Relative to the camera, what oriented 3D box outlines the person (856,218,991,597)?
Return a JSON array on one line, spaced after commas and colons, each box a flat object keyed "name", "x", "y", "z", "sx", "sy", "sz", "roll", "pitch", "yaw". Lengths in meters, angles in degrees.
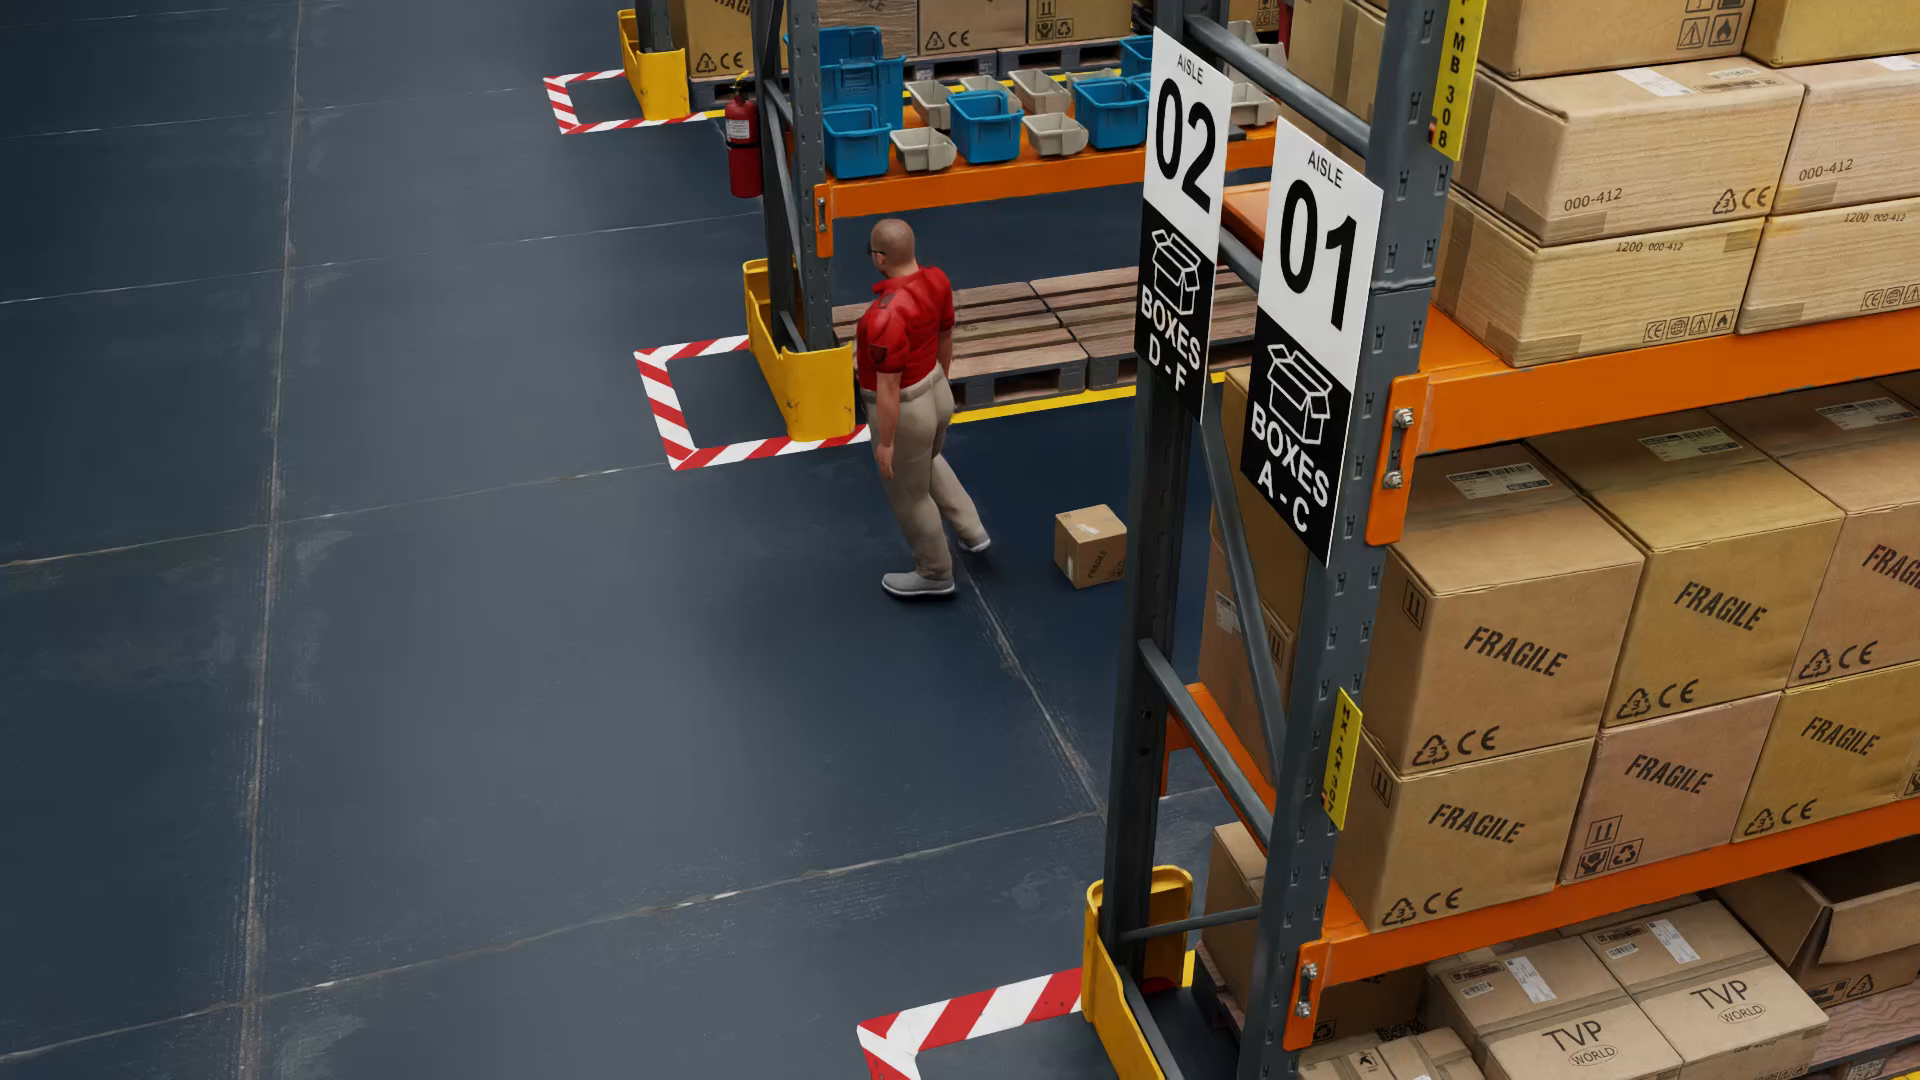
[{"name": "person", "x": -0.150, "y": -0.548, "z": 6.954, "sx": 0.503, "sy": 1.716, "sz": 0.676, "roll": 16, "pitch": 37, "yaw": 22}]
